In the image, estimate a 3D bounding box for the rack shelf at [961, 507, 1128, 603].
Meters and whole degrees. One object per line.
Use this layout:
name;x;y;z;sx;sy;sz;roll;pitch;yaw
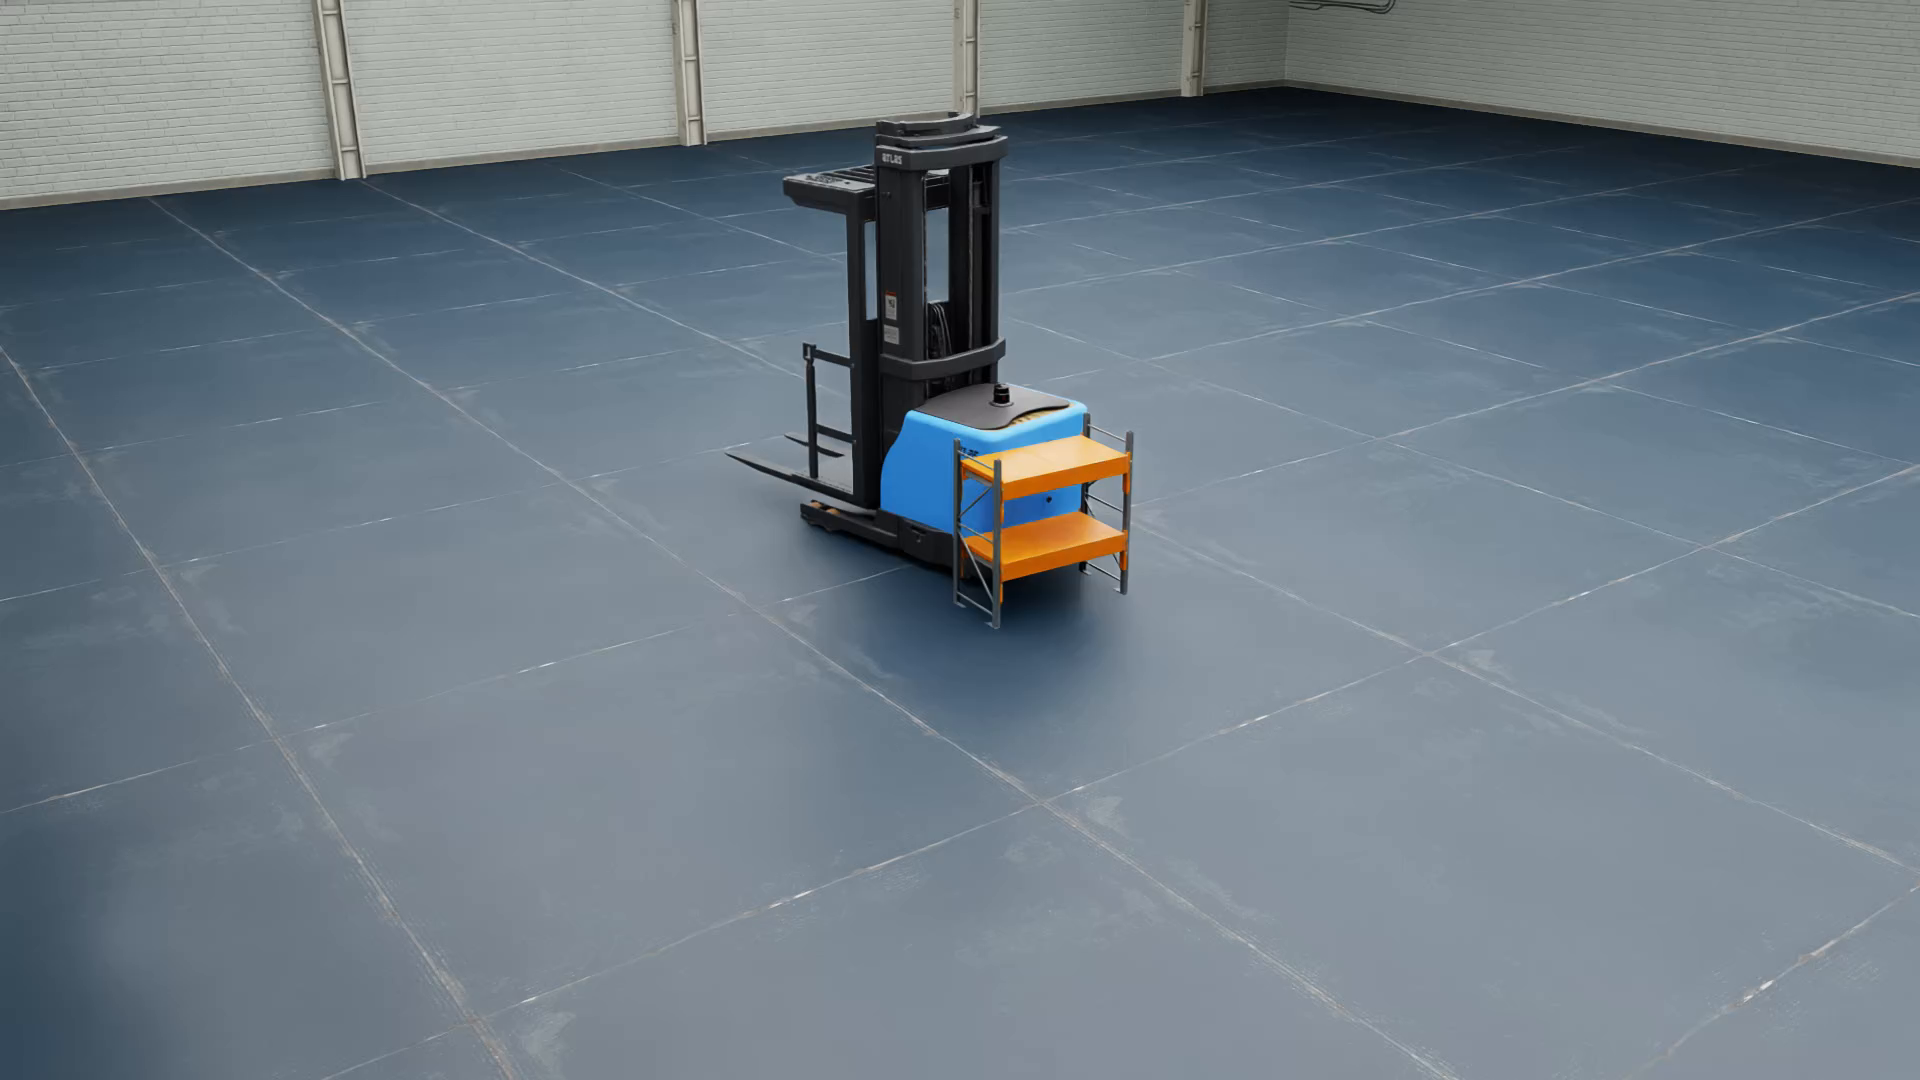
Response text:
rack shelf;0.533;0.088;10.816;1.000;0.278;0.538;-13;25;-30

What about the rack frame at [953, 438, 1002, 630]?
rack frame;0.106;-0.037;10.470;0.032;1.125;0.500;-13;25;-30

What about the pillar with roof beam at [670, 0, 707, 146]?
pillar with roof beam;-2.216;-9.897;24.557;0.400;9.000;9.100;-15;26;-33

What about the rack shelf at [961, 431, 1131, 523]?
rack shelf;0.533;-0.411;10.617;1.000;0.278;0.538;-13;25;-30

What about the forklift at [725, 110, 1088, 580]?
forklift;-0.525;-1.544;11.811;3.031;2.935;1.130;20;29;40

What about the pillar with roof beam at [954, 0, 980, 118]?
pillar with roof beam;2.654;-11.196;27.811;0.400;9.000;9.100;-15;26;-33

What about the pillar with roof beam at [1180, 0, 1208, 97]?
pillar with roof beam;7.525;-12.494;31.066;0.400;9.000;9.100;-15;26;-33

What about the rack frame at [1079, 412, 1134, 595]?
rack frame;0.960;-0.241;10.981;0.032;1.125;0.500;-13;25;-30

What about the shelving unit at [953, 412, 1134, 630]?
shelving unit;0.533;-0.139;10.725;1.048;1.125;0.538;-13;25;-30

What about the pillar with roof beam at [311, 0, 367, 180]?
pillar with roof beam;-7.087;-8.598;21.302;0.400;9.000;9.100;-15;26;-33

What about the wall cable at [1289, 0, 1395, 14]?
wall cable;8.174;-12.587;35.488;0.112;2.526;3.097;-15;26;-33
